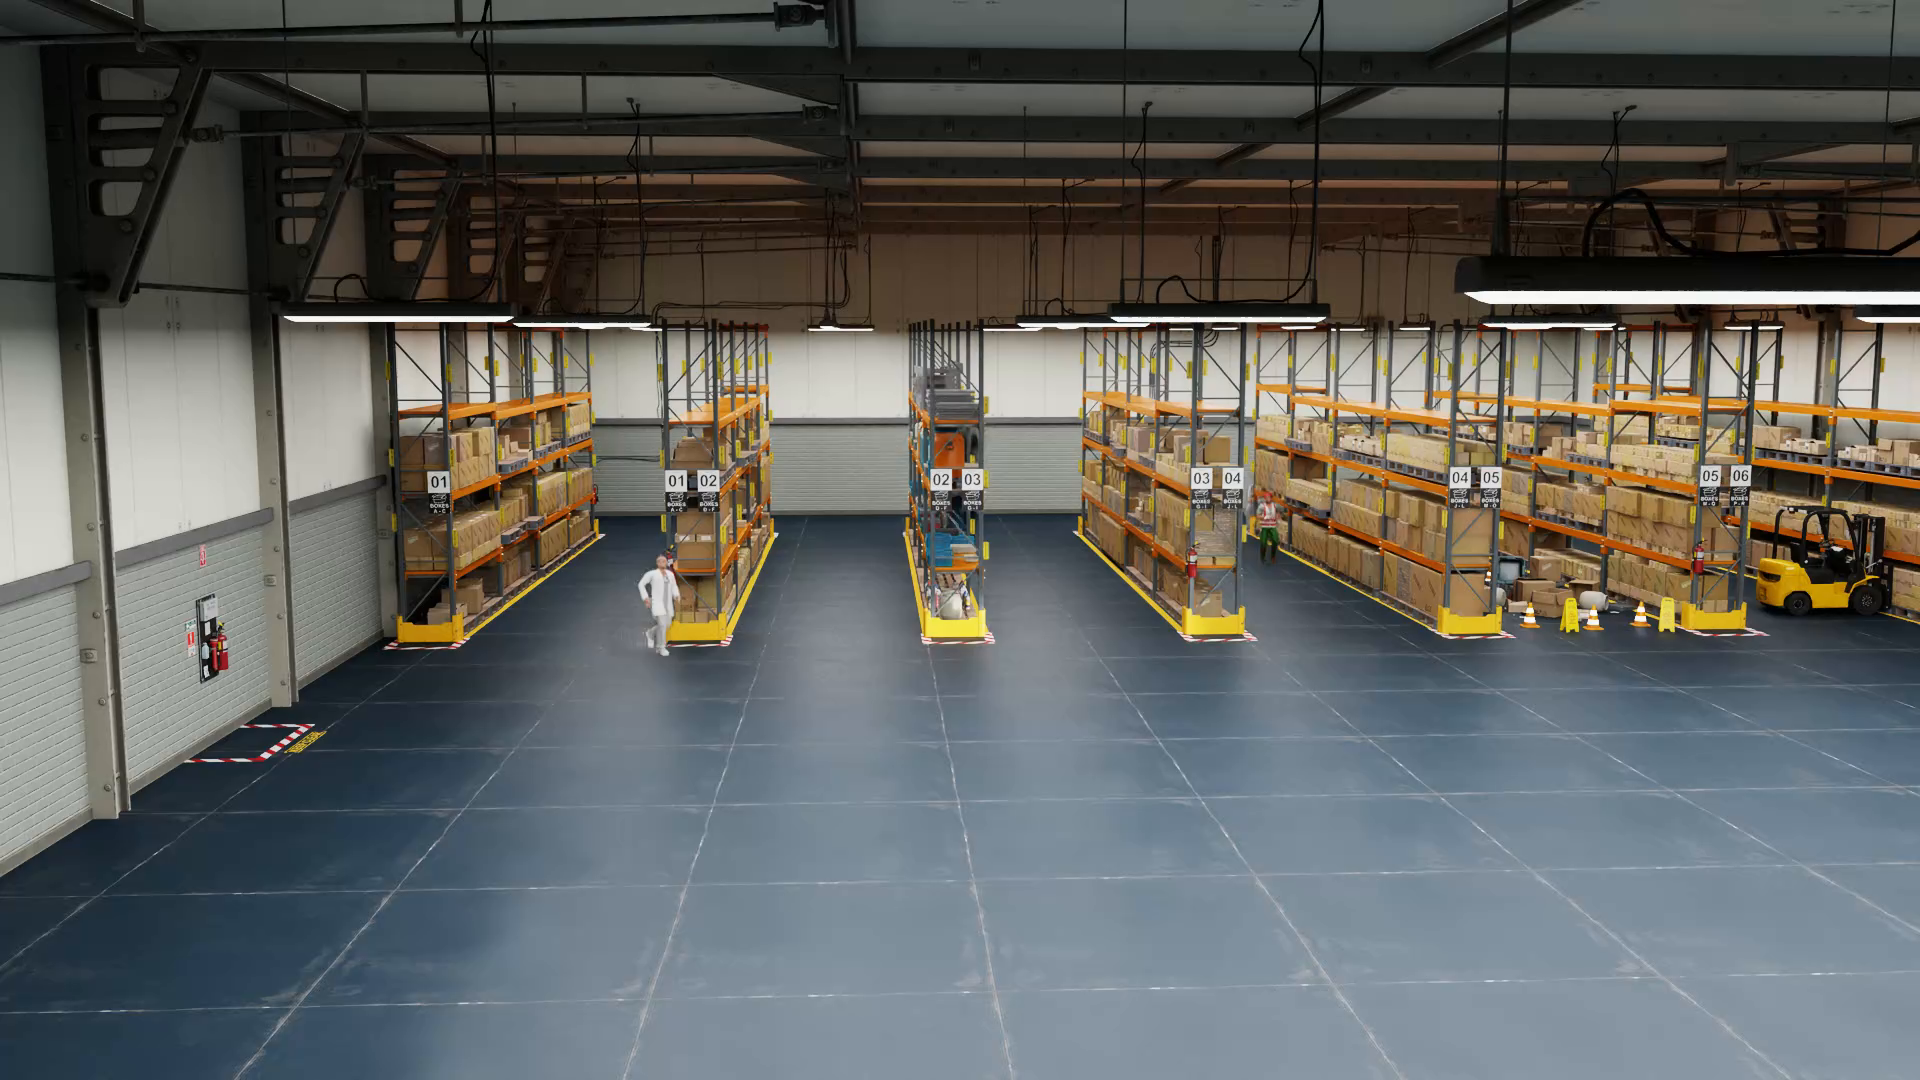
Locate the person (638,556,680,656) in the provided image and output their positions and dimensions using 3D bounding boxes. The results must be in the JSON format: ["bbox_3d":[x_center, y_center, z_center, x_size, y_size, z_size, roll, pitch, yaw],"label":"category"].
[{"bbox_3d":[-5.390,1.174,30.028,0.765,1.751,0.767,-7,10,-44],"label":"person"}]

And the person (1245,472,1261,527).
[{"bbox_3d":[8.716,-1.185,49.198,0.640,1.680,0.822,0,7,-1],"label":"person"}]

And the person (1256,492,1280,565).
[{"bbox_3d":[7.709,-0.278,41.489,0.652,1.825,0.714,0,7,-4],"label":"person"}]
